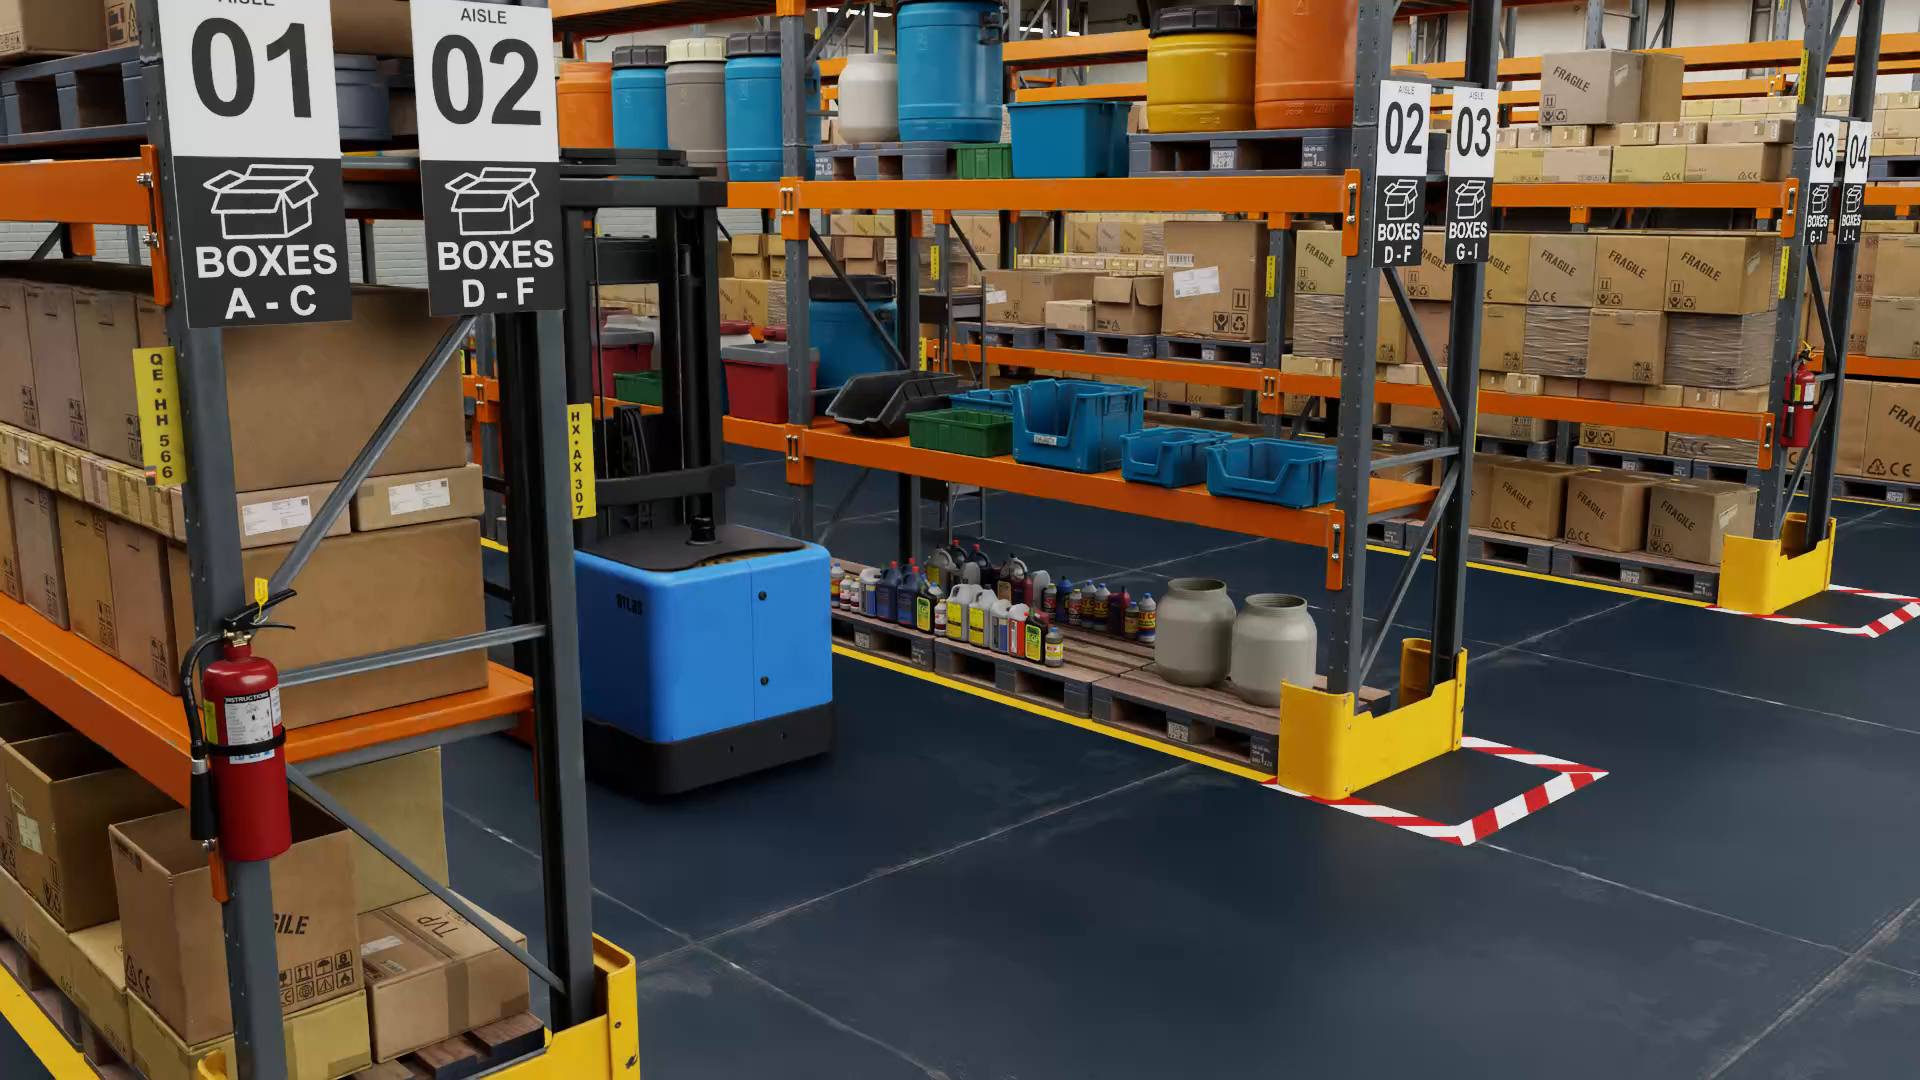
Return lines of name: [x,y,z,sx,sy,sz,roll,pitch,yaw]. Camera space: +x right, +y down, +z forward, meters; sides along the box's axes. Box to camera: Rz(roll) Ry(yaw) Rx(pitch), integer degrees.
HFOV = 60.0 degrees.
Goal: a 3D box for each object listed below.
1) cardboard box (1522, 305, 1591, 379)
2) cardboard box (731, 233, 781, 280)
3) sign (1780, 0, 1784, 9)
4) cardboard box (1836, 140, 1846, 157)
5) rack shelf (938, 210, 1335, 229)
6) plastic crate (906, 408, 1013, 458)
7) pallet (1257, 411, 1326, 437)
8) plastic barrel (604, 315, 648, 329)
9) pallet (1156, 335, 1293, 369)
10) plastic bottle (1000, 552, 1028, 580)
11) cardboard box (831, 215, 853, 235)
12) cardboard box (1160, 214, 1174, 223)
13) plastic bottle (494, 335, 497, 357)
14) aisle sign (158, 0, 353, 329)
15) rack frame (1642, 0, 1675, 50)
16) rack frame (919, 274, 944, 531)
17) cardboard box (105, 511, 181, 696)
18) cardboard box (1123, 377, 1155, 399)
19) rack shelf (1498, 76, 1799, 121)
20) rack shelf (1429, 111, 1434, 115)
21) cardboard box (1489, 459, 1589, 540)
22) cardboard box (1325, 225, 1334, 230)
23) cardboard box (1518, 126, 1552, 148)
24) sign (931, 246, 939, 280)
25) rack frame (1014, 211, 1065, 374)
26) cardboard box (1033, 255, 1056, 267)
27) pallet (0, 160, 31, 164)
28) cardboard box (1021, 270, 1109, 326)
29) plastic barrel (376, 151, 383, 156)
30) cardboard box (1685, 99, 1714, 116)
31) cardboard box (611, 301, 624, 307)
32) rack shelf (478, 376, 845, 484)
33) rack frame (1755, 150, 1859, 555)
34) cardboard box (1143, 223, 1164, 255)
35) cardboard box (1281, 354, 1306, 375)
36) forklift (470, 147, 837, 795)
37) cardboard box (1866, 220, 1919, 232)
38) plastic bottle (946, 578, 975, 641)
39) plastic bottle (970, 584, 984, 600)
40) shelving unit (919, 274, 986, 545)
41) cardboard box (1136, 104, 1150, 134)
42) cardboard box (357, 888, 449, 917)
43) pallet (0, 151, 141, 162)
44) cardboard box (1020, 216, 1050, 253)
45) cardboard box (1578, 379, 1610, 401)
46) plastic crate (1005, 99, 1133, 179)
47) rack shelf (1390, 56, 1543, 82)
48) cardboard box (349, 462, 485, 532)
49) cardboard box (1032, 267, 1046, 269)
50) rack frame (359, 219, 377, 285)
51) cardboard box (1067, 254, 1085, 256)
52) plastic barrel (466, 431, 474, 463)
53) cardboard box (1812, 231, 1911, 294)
cardboard box: [4.572,-1.476,12.159,0.875,0.500,0.500,-11,16,-43]
cardboard box: [-2.161,-3.262,19.077,0.637,0.503,0.797,11,16,44]
sign: [9.686,-6.422,19.576,0.100,0.325,0.005,-11,16,-43]
cardboard box: [7.984,-3.526,14.995,0.380,0.149,0.250,-11,16,-42]
rack shelf: [1.535,-3.055,15.155,1.077,0.370,4.000,-11,16,-43]
plastic crate: [0.067,-0.615,9.487,0.450,0.188,0.662,-11,16,-43]
pallet: [4.301,-1.415,19.757,1.003,0.211,1.213,-11,16,-43]
plastic barrel: [-2.564,-1.474,12.856,0.421,0.512,0.421,0,12,0]
pallet: [2.494,-1.684,14.627,1.003,0.211,1.213,-11,16,-43]
plastic bottle: [0.343,0.255,10.215,0.144,0.351,0.185,-11,16,-43]
cardboard box: [-1.596,-4.656,25.113,0.500,0.500,0.500,-11,16,-43]
cardboard box: [3.461,-5.209,26.928,0.380,0.149,0.250,-11,16,-43]
plastic bottle: [-4.032,-1.718,14.606,0.061,0.283,0.133,-11,16,-43]
aisle sign: [-1.656,-0.905,3.929,0.394,0.787,0.004,-11,16,-43]
rack frame: [10.909,-7.241,26.259,1.000,3.000,0.127,-11,16,-43]
rack frame: [-0.283,-1.088,13.490,0.400,2.100,0.015,-11,16,-43]
cardboard box: [-2.168,0.123,5.135,0.700,0.500,0.500,-10,16,-41]
cardboard box: [2.435,-2.099,21.318,0.500,0.500,0.500,11,16,43]
rack shelf: [8.702,-5.709,21.595,1.077,0.370,4.000,-11,16,-43]
rack shelf: [6.765,-7.763,30.582,1.077,0.370,4.000,-11,16,-43]
cardboard box: [4.403,-0.314,12.655,0.500,0.500,0.500,-9,15,-37]
cardboard box: [5.732,-4.411,24.660,0.500,0.500,0.500,-11,16,-43]
cardboard box: [4.212,-2.888,11.945,0.250,0.149,0.380,11,16,42]
sign: [-0.245,-2.719,16.307,0.100,0.325,0.005,-11,16,-43]
rack frame: [1.049,-3.490,22.918,1.000,3.000,0.127,-11,16,-43]
cardboard box: [1.185,-3.703,22.058,0.380,0.149,0.250,-10,16,-41]
pallet: [-4.870,-1.769,7.603,1.217,0.209,0.805,11,16,43]
cardboard box: [1.014,-2.344,16.066,0.700,0.500,0.500,-8,14,-34]
plastic barrel: [-4.901,-3.816,14.784,0.600,0.901,0.708,-11,16,-43]
cardboard box: [7.106,-4.102,15.814,0.380,0.149,0.250,-11,16,-43]
cardboard box: [-4.119,-2.914,20.746,0.380,0.149,0.250,-11,16,-42]
rack shelf: [-2.047,-0.896,12.107,1.077,0.370,4.000,-11,16,-43]
rack frame: [5.679,-1.062,11.135,1.000,3.000,0.127,-11,16,-43]
cardboard box: [3.331,-4.912,27.094,0.500,0.500,0.500,-11,16,-42]
cardboard box: [2.847,-1.450,13.638,0.380,0.149,0.250,-11,16,-43]
forklift: [-1.967,-0.507,8.611,1.130,2.935,3.031,-10,16,-41]
cardboard box: [10.895,-3.462,19.321,0.700,0.500,0.500,-11,16,-44]
plastic bottle: [0.015,0.391,9.554,0.144,0.351,0.185,-11,16,-43]
plastic bottle: [0.105,0.403,9.679,0.152,0.276,0.135,-11,16,-43]
shelving unit: [-0.114,-1.053,13.317,0.431,2.100,0.503,-11,16,-43]
cardboard box: [2.012,-3.591,14.679,0.797,0.503,0.637,-10,15,-40]
cardboard box: [-2.046,1.277,5.554,0.500,0.250,0.500,-11,16,-43]
pallet: [-3.643,-1.571,6.390,1.003,0.211,1.213,-11,16,-43]
cardboard box: [0.913,-4.274,23.262,0.500,0.500,0.500,-10,16,-41]
cardboard box: [4.646,-1.099,11.935,0.380,0.149,0.250,-11,16,-43]
plastic crate: [0.562,-2.070,8.631,0.392,0.384,0.575,-11,16,-43]
rack shelf: [5.192,-5.005,18.176,1.077,0.370,4.000,-11,16,-43]
cardboard box: [-1.604,-0.136,4.785,0.380,0.149,0.250,-11,16,-43]
cardboard box: [1.168,-3.559,22.099,0.380,0.149,0.250,-11,16,-44]
rack frame: [-6.191,-2.124,16.285,1.000,3.000,0.127,-11,16,-43]
cardboard box: [1.653,-3.794,22.499,0.250,0.149,0.380,11,16,43]
plastic barrel: [-4.233,-0.666,14.335,0.421,0.512,0.421,0,12,0]
cardboard box: [8.372,-2.569,15.399,0.875,0.550,0.550,-11,16,-43]
